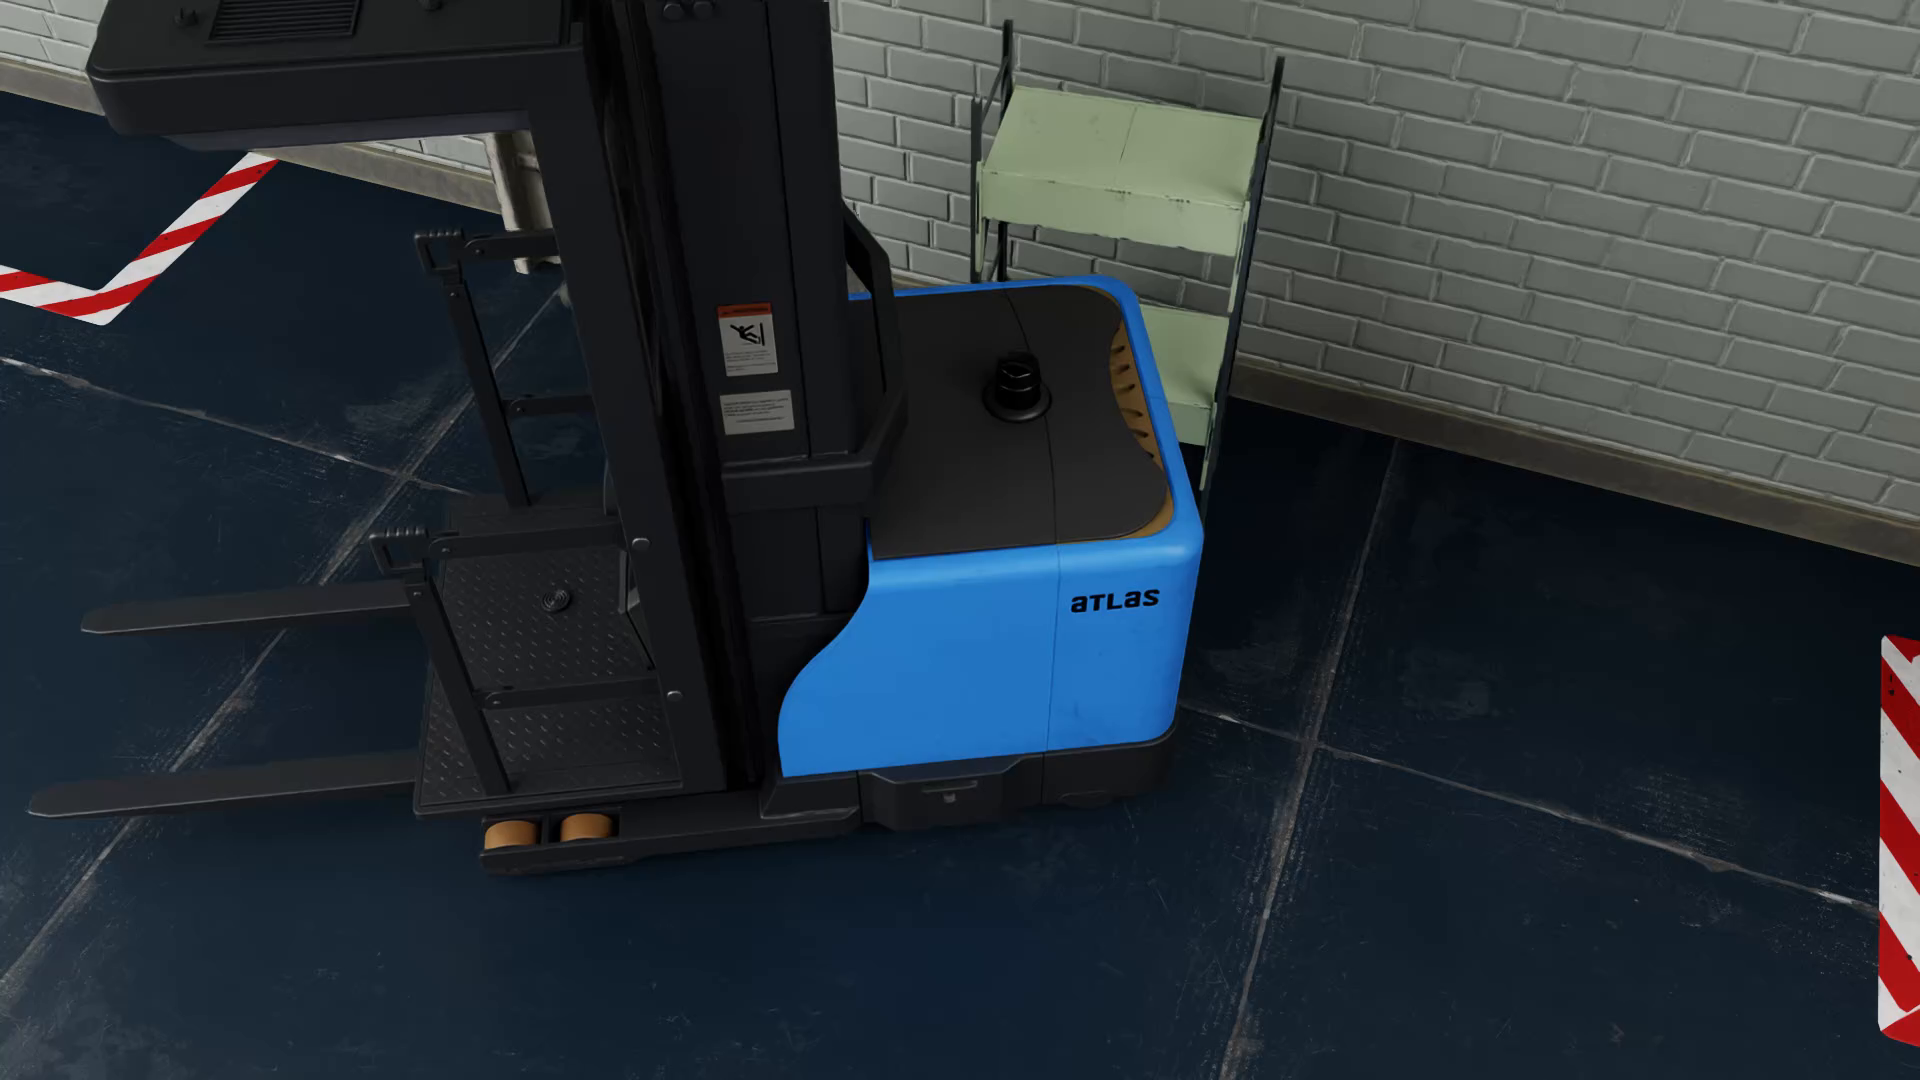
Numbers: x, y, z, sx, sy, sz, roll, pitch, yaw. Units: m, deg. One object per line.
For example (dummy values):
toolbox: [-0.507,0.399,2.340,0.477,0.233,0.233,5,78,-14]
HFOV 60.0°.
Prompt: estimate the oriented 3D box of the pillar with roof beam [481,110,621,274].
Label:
pillar with roof beam: [-2.886,-0.940,0.110,0.400,9.000,9.100,16,51,13]

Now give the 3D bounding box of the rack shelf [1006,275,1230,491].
rack shelf: [0.441,-0.485,5.110,0.720,0.370,0.431,10,50,9]

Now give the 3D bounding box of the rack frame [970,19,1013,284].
rack frame: [0.086,-0.765,4.920,0.023,1.500,0.400,10,50,9]

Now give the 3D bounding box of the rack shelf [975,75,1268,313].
rack shelf: [0.441,-0.955,4.568,0.720,0.370,0.431,10,50,9]

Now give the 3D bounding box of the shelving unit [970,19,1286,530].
shelving unit: [0.441,-0.699,4.863,0.755,1.500,0.431,10,50,9]

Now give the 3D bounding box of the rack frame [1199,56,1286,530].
rack frame: [0.797,-0.633,4.806,0.023,1.500,0.400,10,50,9]

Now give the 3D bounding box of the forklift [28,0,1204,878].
forklift: [-0.969,-0.485,3.731,3.031,2.935,1.130,-5,49,-4]
